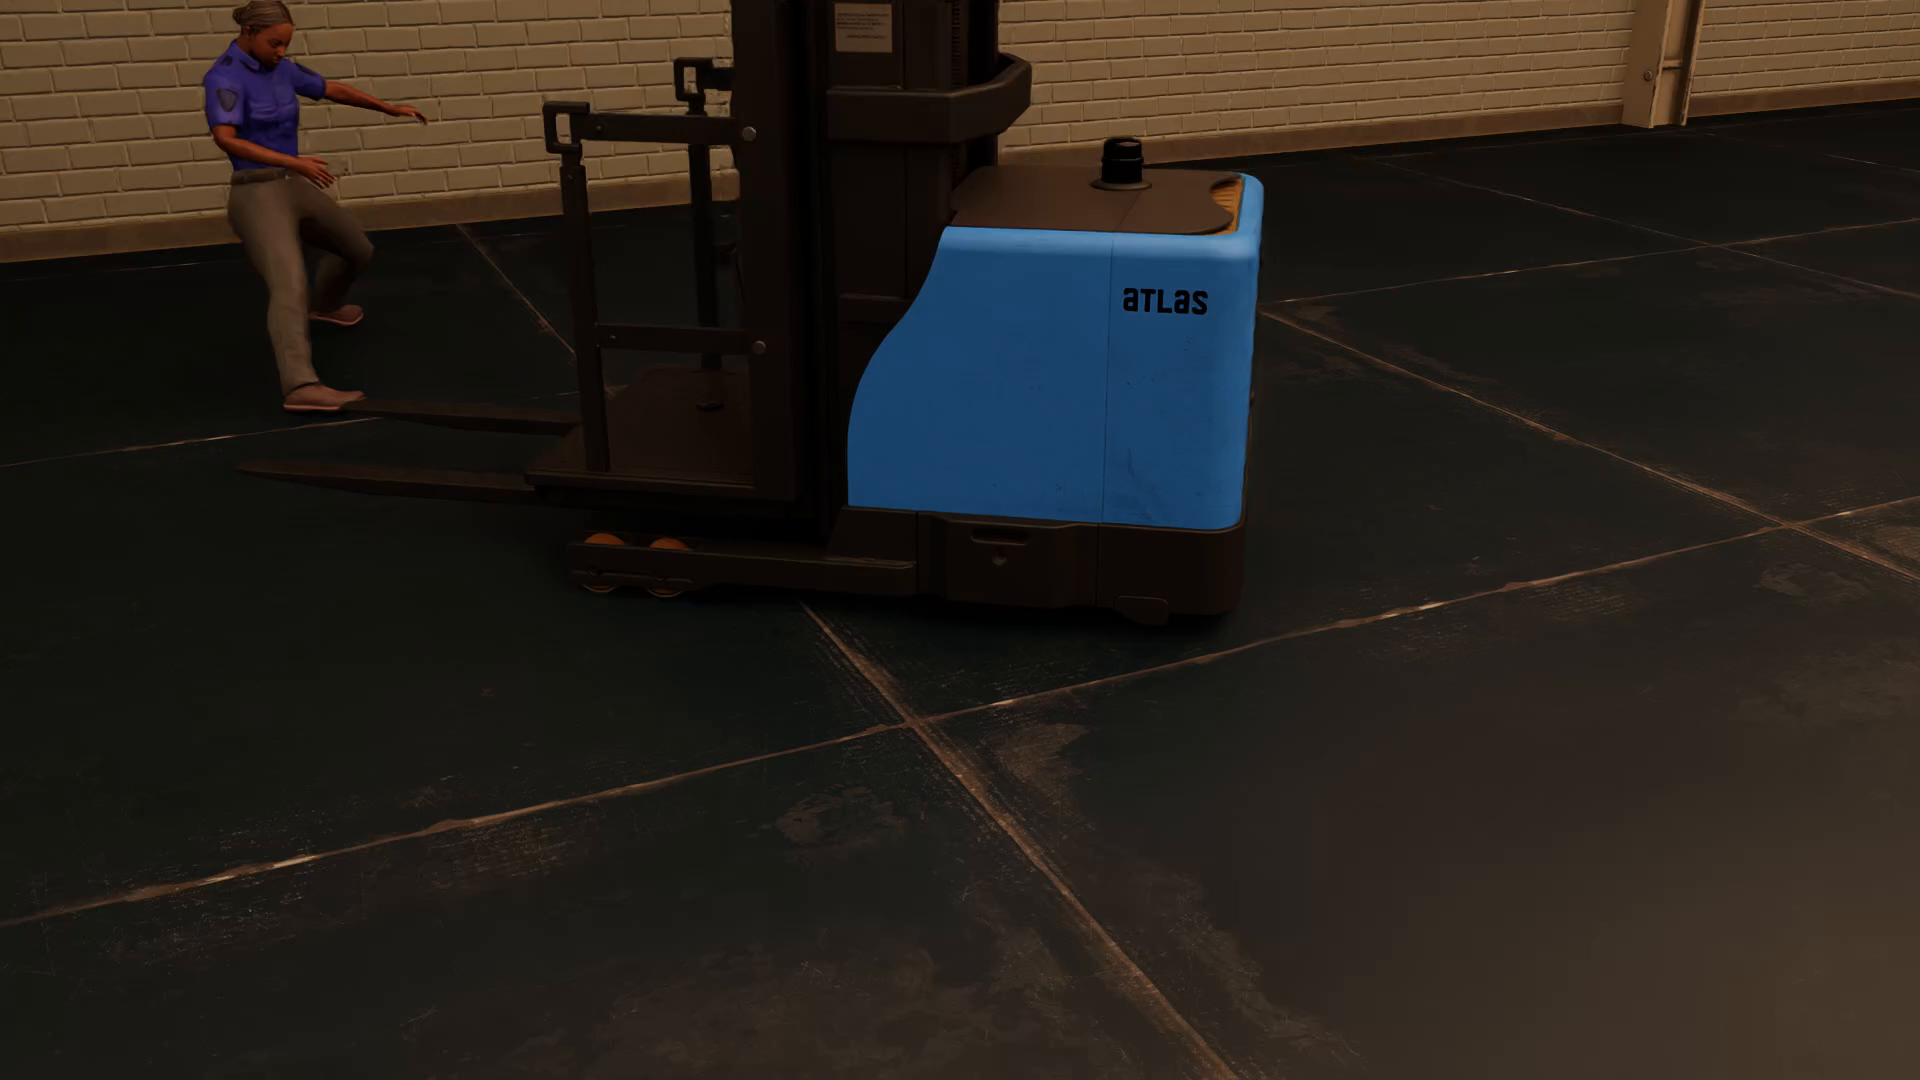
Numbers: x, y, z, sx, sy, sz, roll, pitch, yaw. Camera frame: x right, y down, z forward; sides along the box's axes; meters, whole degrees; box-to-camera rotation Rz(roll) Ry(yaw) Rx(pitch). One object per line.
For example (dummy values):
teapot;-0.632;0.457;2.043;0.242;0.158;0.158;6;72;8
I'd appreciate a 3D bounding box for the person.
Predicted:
person;-2.546;-1.382;6.543;0.796;1.447;1.253;5;23;11

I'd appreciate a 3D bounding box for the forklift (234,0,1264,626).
forklift;-0.656;-1.383;4.615;3.031;2.935;1.130;4;23;10
